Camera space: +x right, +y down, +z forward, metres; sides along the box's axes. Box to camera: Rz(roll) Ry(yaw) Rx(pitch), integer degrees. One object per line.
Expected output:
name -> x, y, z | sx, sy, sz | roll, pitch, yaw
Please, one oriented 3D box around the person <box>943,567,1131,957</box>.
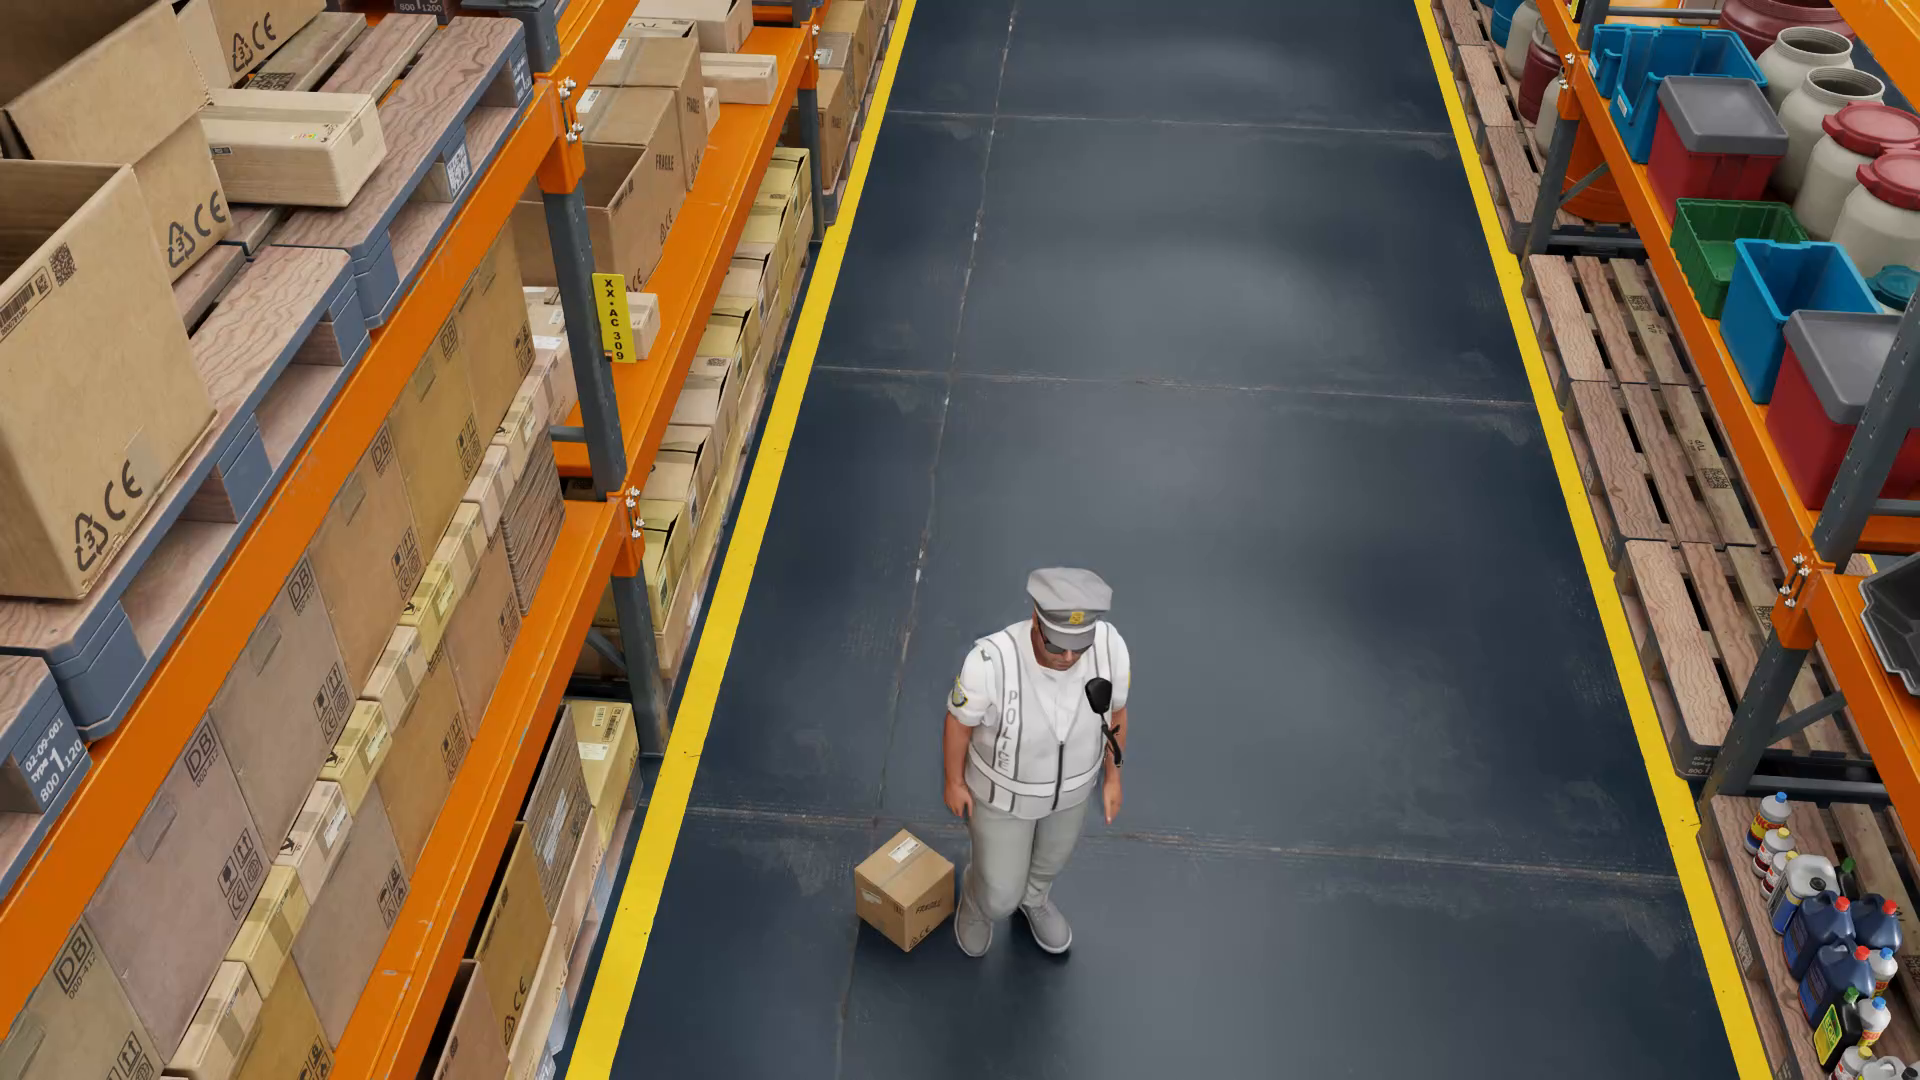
person -> 0.228, 0.742, 5.245 | 0.566, 1.761, 0.475 | -14, 42, -16
